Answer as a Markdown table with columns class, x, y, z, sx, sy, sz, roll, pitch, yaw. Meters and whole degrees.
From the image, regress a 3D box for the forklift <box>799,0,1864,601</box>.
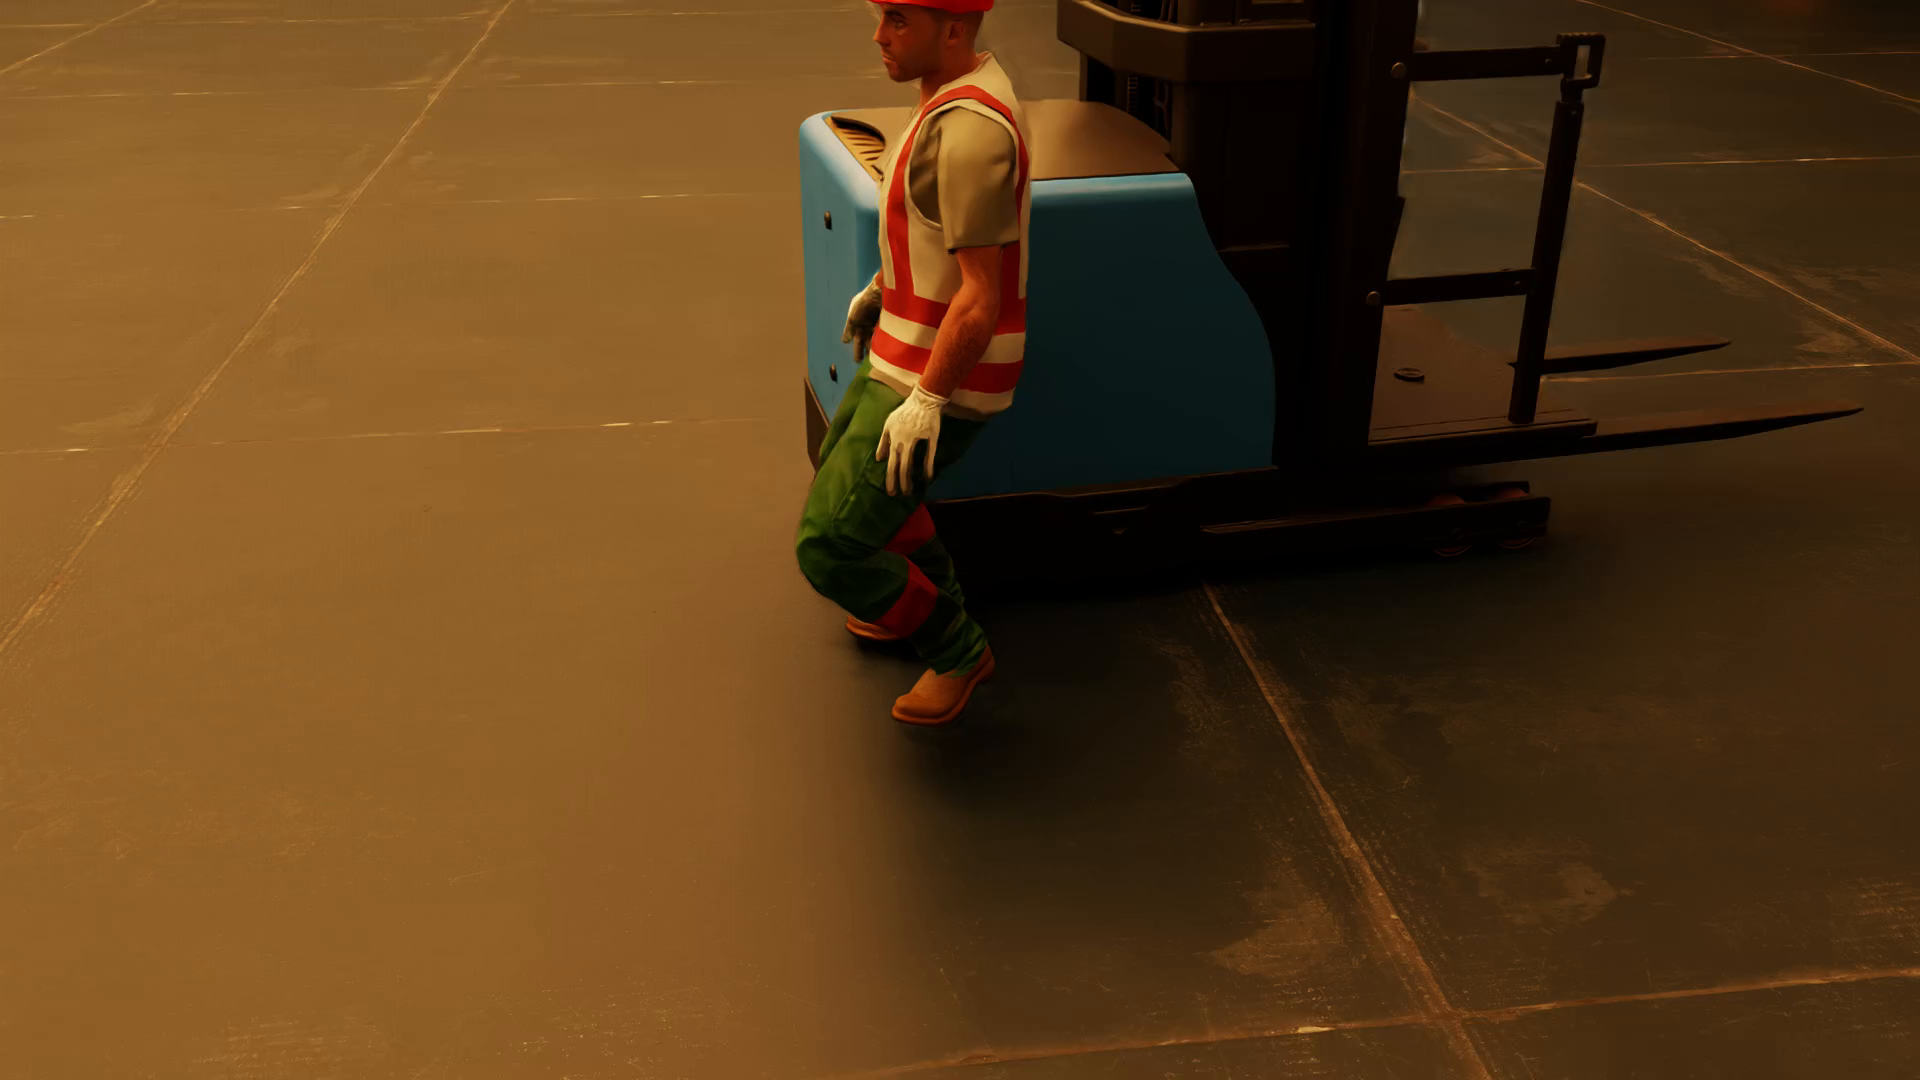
| class | x | y | z | sx | sy | sz | roll | pitch | yaw |
| --- | --- | --- | --- | --- | --- | --- | --- | --- | --- |
| forklift | 1.118 | -1.491 | 4.324 | 3.031 | 2.935 | 1.130 | -6 | 26 | -13 |

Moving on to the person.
| class | x | y | z | sx | sy | sz | roll | pitch | yaw |
| --- | --- | --- | --- | --- | --- | --- | --- | --- | --- |
| person | -0.095 | -0.408 | 3.482 | 0.467 | 1.665 | 0.855 | 1 | 26 | 1 |
